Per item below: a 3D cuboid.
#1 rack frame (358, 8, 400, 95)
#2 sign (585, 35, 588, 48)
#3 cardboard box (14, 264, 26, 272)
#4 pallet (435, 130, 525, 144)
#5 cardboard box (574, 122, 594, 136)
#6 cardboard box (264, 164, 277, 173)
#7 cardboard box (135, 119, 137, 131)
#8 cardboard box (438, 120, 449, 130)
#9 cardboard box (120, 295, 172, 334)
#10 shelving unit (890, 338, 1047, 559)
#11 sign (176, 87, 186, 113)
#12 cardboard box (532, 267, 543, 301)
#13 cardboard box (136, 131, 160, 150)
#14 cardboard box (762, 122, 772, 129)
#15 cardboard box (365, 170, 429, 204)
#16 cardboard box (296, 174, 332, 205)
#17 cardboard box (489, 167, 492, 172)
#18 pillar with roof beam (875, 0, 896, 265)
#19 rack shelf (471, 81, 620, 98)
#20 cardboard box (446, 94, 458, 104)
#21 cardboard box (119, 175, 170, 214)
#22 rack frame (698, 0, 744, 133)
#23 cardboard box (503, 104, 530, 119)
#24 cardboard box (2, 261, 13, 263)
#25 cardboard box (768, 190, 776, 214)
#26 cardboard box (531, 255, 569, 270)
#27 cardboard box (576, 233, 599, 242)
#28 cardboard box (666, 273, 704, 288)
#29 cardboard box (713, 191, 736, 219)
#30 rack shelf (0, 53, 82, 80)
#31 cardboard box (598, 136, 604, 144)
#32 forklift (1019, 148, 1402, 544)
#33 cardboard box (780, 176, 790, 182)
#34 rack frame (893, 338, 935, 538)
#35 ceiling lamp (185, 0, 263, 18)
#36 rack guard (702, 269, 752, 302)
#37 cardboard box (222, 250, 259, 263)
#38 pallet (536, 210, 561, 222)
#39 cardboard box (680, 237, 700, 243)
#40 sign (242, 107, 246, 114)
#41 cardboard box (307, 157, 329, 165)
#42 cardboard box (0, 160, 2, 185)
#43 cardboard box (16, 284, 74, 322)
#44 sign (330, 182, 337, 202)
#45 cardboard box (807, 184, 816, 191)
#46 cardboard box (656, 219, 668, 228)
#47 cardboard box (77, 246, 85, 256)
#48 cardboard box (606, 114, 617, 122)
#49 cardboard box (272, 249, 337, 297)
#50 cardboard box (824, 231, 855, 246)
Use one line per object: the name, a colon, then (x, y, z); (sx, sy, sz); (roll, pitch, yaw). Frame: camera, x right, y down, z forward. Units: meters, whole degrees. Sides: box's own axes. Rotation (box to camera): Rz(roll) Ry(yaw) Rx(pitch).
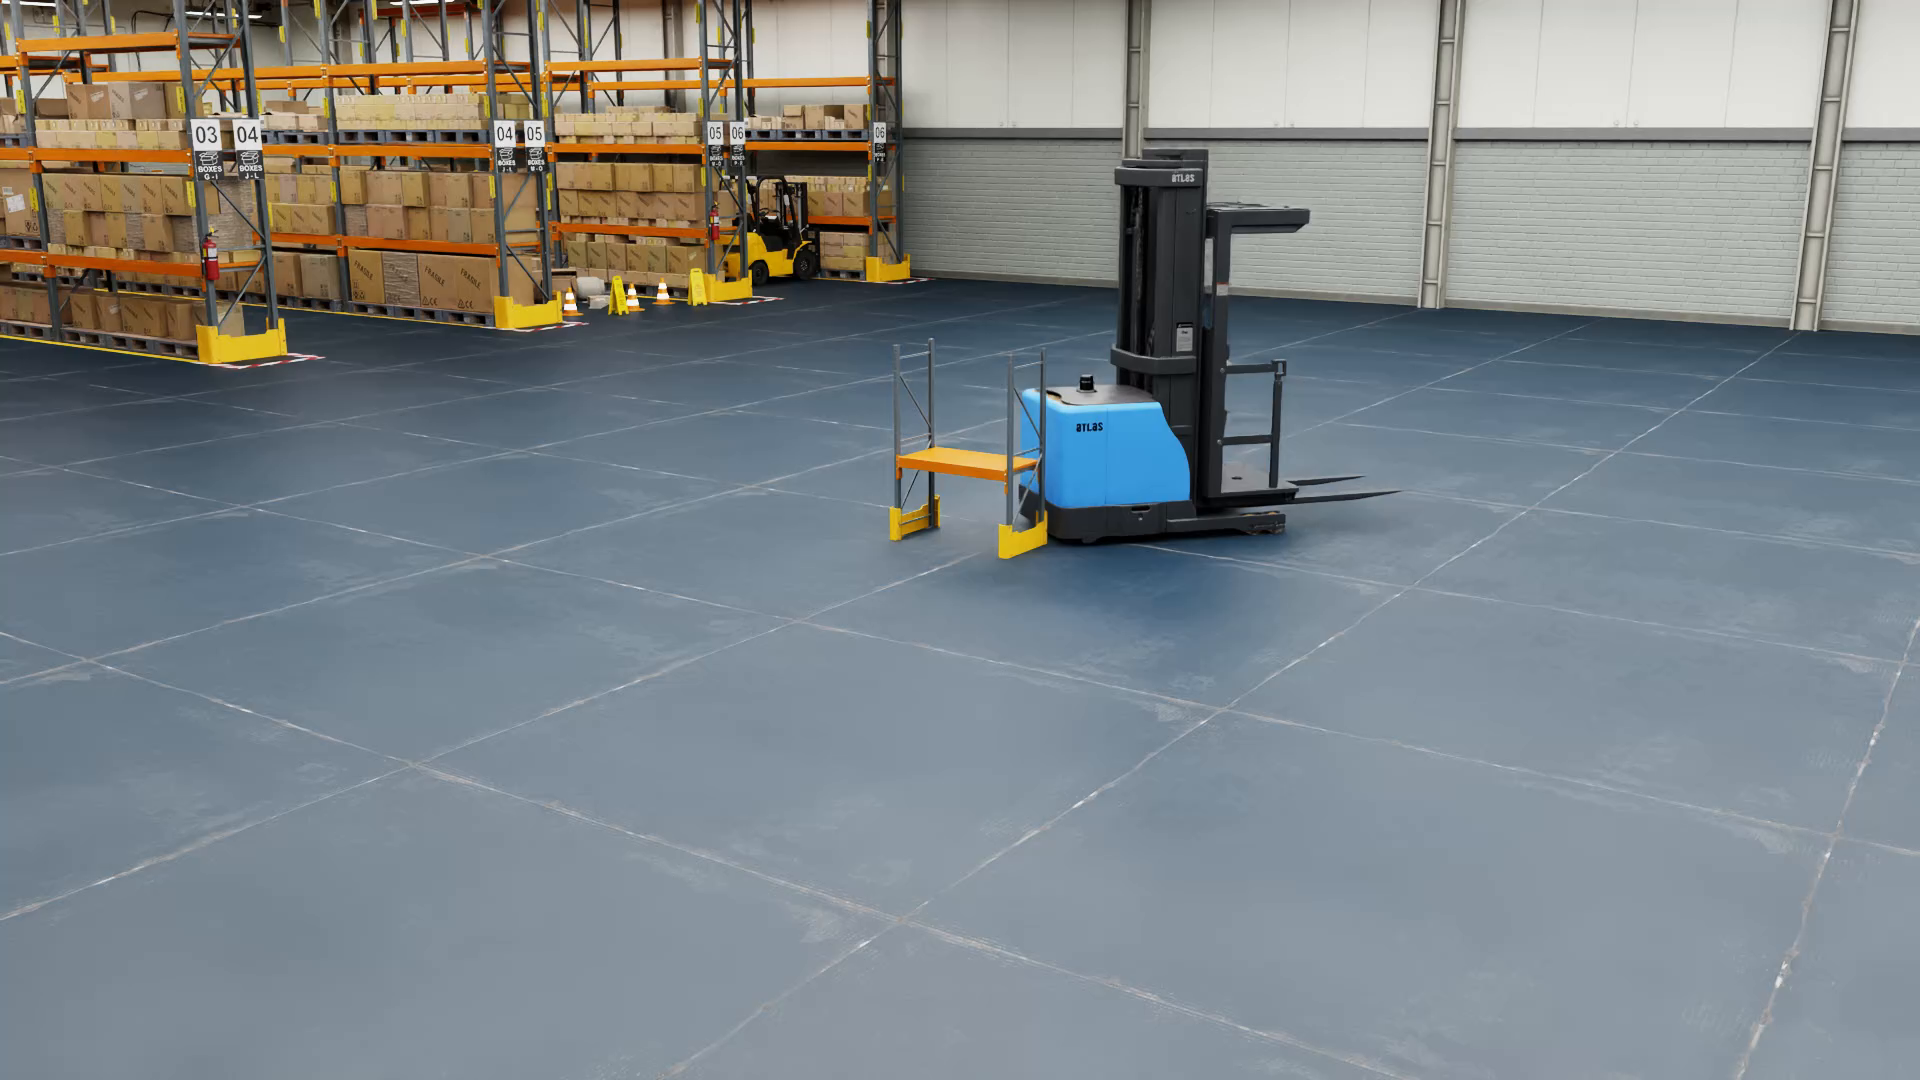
rack frame: (-14.801, -11.981, 42.494); (0.127, 3.000, 1.000); (9, 17, 33)
sign: (-8.457, -11.290, 37.596); (0.005, 0.325, 0.100); (9, 17, 33)
cardboard box: (-19.367, -5.657, 34.492); (0.250, 0.149, 0.380); (9, 17, 33)
pallet: (-7.592, -6.443, 26.549); (1.213, 0.211, 1.003); (9, 17, 33)
cardboard box: (-6.965, -7.816, 31.605); (0.500, 0.250, 0.500); (9, 17, 32)
cardboard box: (-15.211, -8.154, 37.230); (0.500, 0.500, 0.500); (9, 16, 32)
cardboard box: (-11.023, -5.669, 22.720); (0.250, 0.149, 0.380); (9, 17, 33)
cardboard box: (-8.067, -6.598, 26.433); (0.250, 0.149, 0.380); (9, 17, 33)
cardboard box: (-11.793, -3.279, 24.155); (0.500, 0.500, 0.500); (8, 16, 28)
shelving unit: (0.063, -0.718, 12.602); (1.083, 1.500, 0.587); (9, 17, 33)
sign: (-10.149, -5.735, 21.662); (0.005, 0.325, 0.100); (9, 17, 33)
cardboard box: (-7.942, -4.641, 30.243); (0.503, 0.637, 0.797); (9, 17, 33)
cardboard box: (-10.780, -5.420, 22.547); (0.500, 0.250, 0.500); (9, 17, 33)
cardboard box: (-4.003, -8.822, 35.417); (0.250, 0.149, 0.380); (10, 17, 34)
cardboard box: (-9.481, -5.959, 28.092); (0.550, 0.550, 0.875); (9, 17, 33)
cardboard box: (-11.132, -6.136, 29.081); (0.500, 0.500, 0.700); (9, 16, 32)
cardboard box: (-9.415, -7.554, 34.046); (0.250, 0.149, 0.380); (8, 16, 30)
pillar with roof beam: (-4.002, -9.250, 31.462); (0.400, 9.000, 9.100); (9, 17, 33)
rack shelf: (-9.822, -10.633, 39.378); (4.000, 0.370, 1.077); (9, 17, 33)
cardboard box: (-7.858, -6.951, 26.201); (0.250, 0.149, 0.380); (10, 17, 34)
cardboard box: (-11.248, -4.793, 23.035); (0.500, 0.500, 0.500); (9, 17, 33)
rack frame: (-4.291, -8.845, 29.826); (0.127, 3.000, 1.000); (9, 17, 33)
cardboard box: (-7.227, -6.828, 26.533); (0.500, 0.250, 0.500); (9, 17, 33)
cardboard box: (-19.759, -5.873, 34.745); (0.250, 0.149, 0.380); (9, 17, 33)
cardboard box: (-3.759, -7.262, 35.709); (0.500, 0.500, 0.500); (9, 17, 32)
cardboard box: (-8.047, -5.467, 33.261); (0.625, 0.372, 0.950); (9, 17, 34)
cardboard box: (-7.201, -5.855, 32.173); (0.250, 0.149, 0.380); (9, 17, 34)
cardboard box: (-5.132, -4.860, 31.061); (0.500, 0.250, 0.500); (9, 17, 33)
cardboard box: (-4.530, -6.244, 30.979); (0.500, 0.500, 0.500); (9, 16, 32)
rack shelf: (-14.801, -7.130, 25.229); (4.000, 0.370, 1.077); (9, 17, 33)
cardboard box: (-6.634, -7.575, 31.464); (0.250, 0.149, 0.380); (9, 16, 31)
forklift: (2.048, -1.578, 13.098); (3.031, 2.935, 1.130); (-4, 15, -16)
cardboard box: (-3.631, -7.708, 35.542); (0.250, 0.149, 0.380); (9, 17, 33)
rack frame: (-0.351, -0.785, 12.872); (0.032, 1.500, 0.500); (9, 17, 33)
ceiling lamp: (-18.324, -14.709, 41.369); (0.800, 3.185, 2.000); (9, 17, 33)
rack guard: (-4.354, -4.729, 30.888); (0.348, 0.500, 1.175); (9, 17, 33)
cardboard box: (-9.926, -3.921, 22.941); (0.250, 0.149, 0.380); (9, 17, 33)
pallet: (-8.163, -6.508, 33.268); (1.213, 0.211, 1.003); (9, 17, 33)
cardboard box: (-5.922, -6.684, 37.649); (0.625, 0.625, 0.875); (9, 17, 32)
sign: (-13.292, -7.860, 30.850); (0.005, 0.325, 0.100); (9, 17, 33)
cardboard box: (-14.366, -8.485, 37.218); (0.250, 0.149, 0.380); (9, 16, 32)
cardboard box: (-19.600, -7.577, 34.280); (0.500, 0.500, 0.500); (10, 17, 34)
cardboard box: (-14.024, -3.648, 25.603); (0.500, 0.500, 0.700); (9, 17, 32)
sign: (-10.584, -5.883, 28.100); (0.005, 0.325, 0.100); (9, 17, 33)
cardboard box: (-3.046, -7.444, 35.094); (0.250, 0.149, 0.380); (9, 17, 33)
cardboard box: (-5.424, -5.897, 30.926); (0.250, 0.149, 0.380); (10, 17, 34)
cardboard box: (-12.495, -4.187, 24.016); (0.250, 0.149, 0.380); (9, 17, 33)
cardboard box: (-6.420, -7.919, 31.193); (0.250, 0.149, 0.380); (9, 16, 32)
cardboard box: (-11.653, -4.776, 29.681); (0.750, 0.750, 1.050); (9, 17, 33)
cardboard box: (-2.507, -6.344, 34.977); (0.500, 0.250, 0.500); (10, 17, 34)
